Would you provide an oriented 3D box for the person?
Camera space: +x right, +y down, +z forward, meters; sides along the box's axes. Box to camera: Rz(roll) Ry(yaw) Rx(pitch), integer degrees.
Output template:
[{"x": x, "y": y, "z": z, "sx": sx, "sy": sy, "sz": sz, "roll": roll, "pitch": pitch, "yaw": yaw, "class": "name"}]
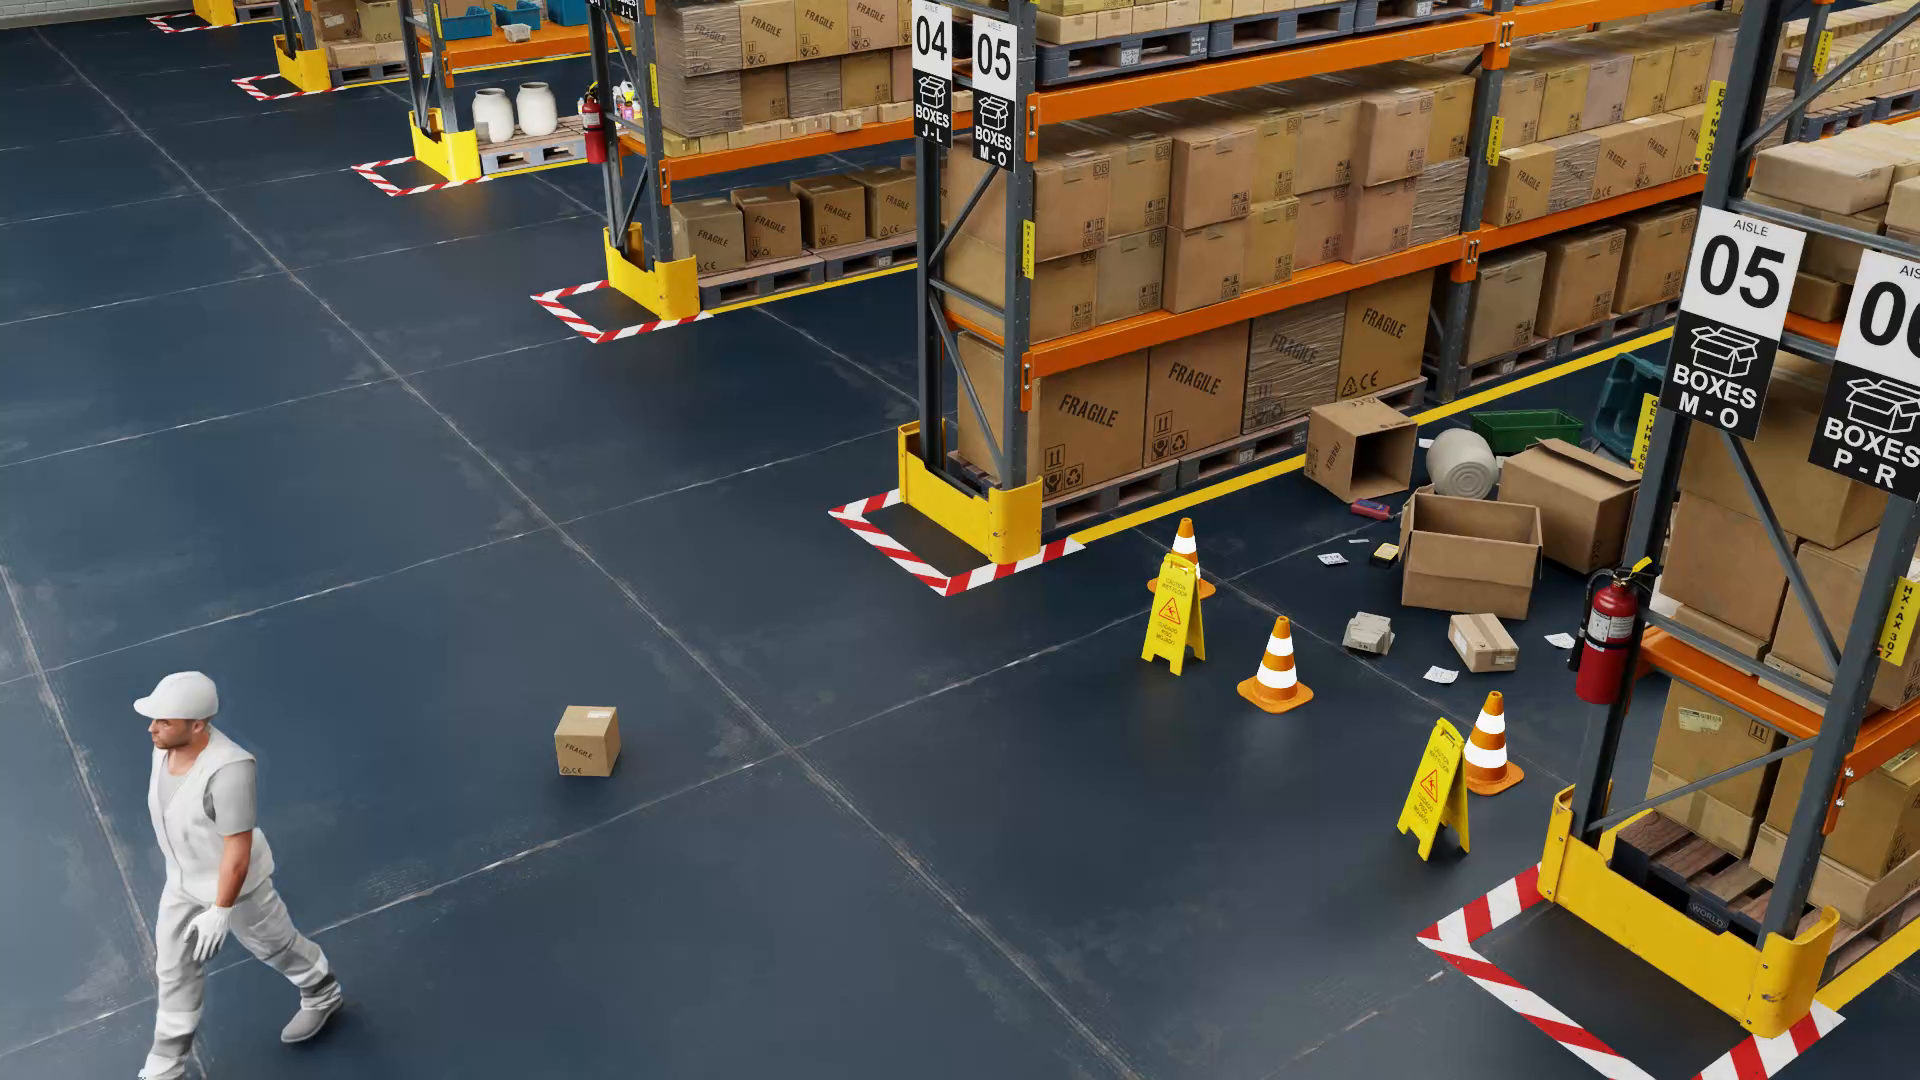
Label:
[{"x": -2.831, "y": 1.307, "z": 6.136, "sx": 0.532, "sy": 1.752, "sz": 0.920, "roll": 16, "pitch": 32, "yaw": 27, "class": "person"}]
